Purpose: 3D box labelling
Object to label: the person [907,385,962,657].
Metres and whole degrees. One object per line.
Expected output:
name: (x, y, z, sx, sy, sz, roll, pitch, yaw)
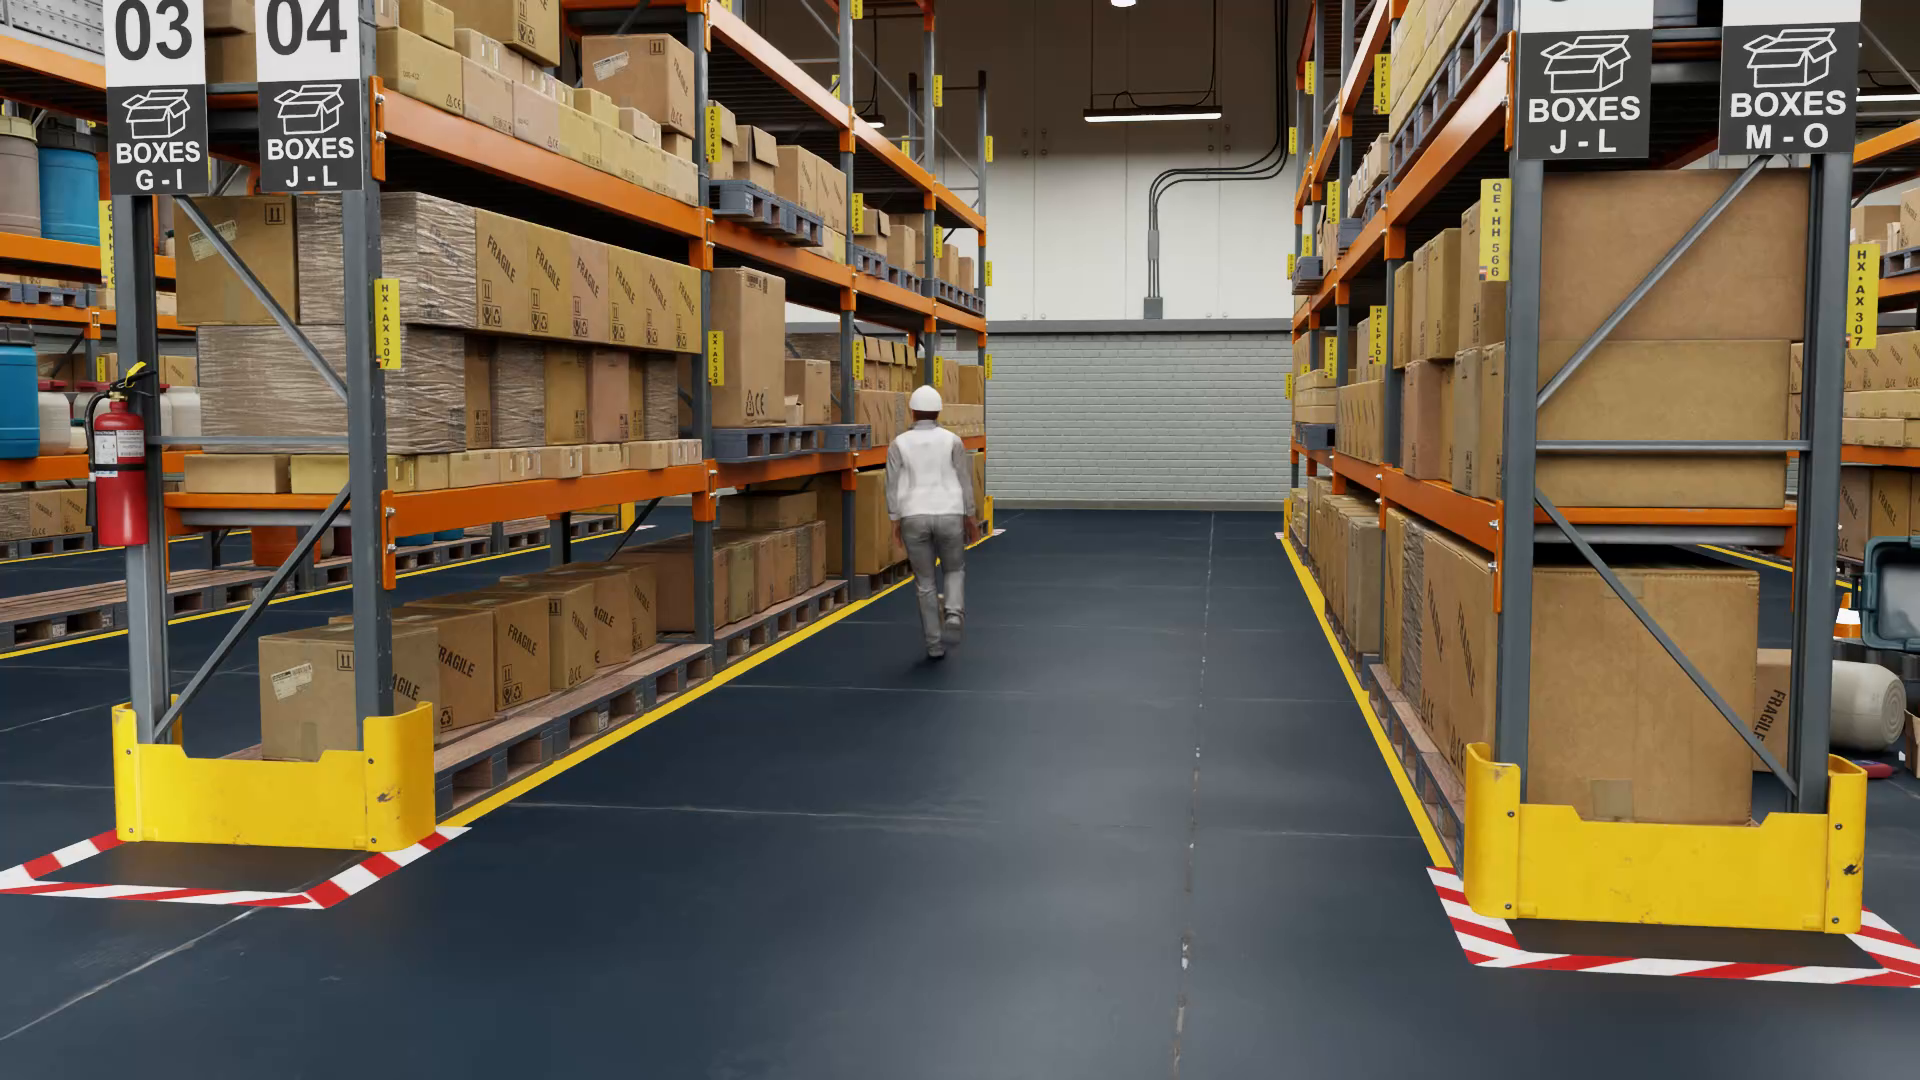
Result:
person: (-4.116, -2.266, 12.471, 8.125, 5.792, 11.319, 0, 4, -2)
